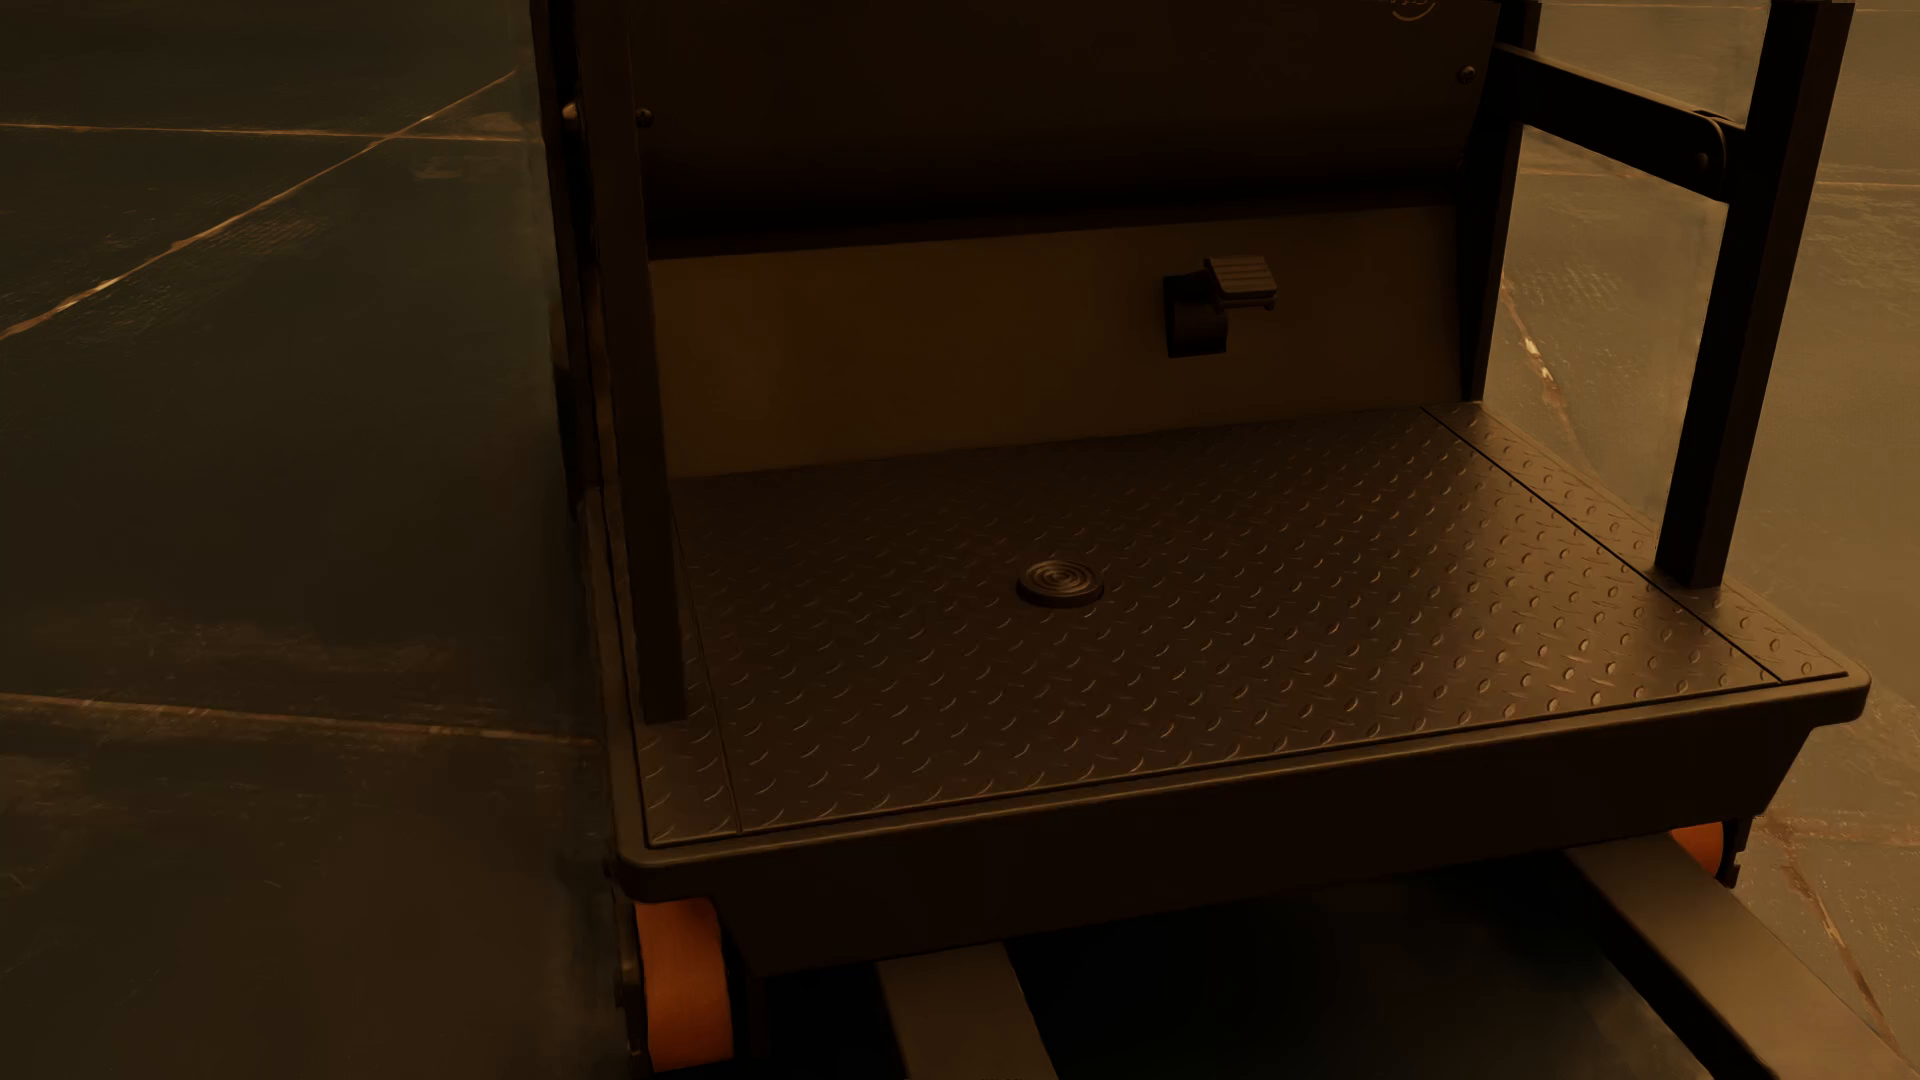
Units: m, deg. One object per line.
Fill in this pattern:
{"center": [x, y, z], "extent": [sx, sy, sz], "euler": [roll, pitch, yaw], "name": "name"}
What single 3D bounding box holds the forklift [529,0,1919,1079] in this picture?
{"center": [0.164, -1.015, 1.252], "extent": [1.130, 2.935, 3.031], "euler": [-6, 27, -12], "name": "forklift"}
